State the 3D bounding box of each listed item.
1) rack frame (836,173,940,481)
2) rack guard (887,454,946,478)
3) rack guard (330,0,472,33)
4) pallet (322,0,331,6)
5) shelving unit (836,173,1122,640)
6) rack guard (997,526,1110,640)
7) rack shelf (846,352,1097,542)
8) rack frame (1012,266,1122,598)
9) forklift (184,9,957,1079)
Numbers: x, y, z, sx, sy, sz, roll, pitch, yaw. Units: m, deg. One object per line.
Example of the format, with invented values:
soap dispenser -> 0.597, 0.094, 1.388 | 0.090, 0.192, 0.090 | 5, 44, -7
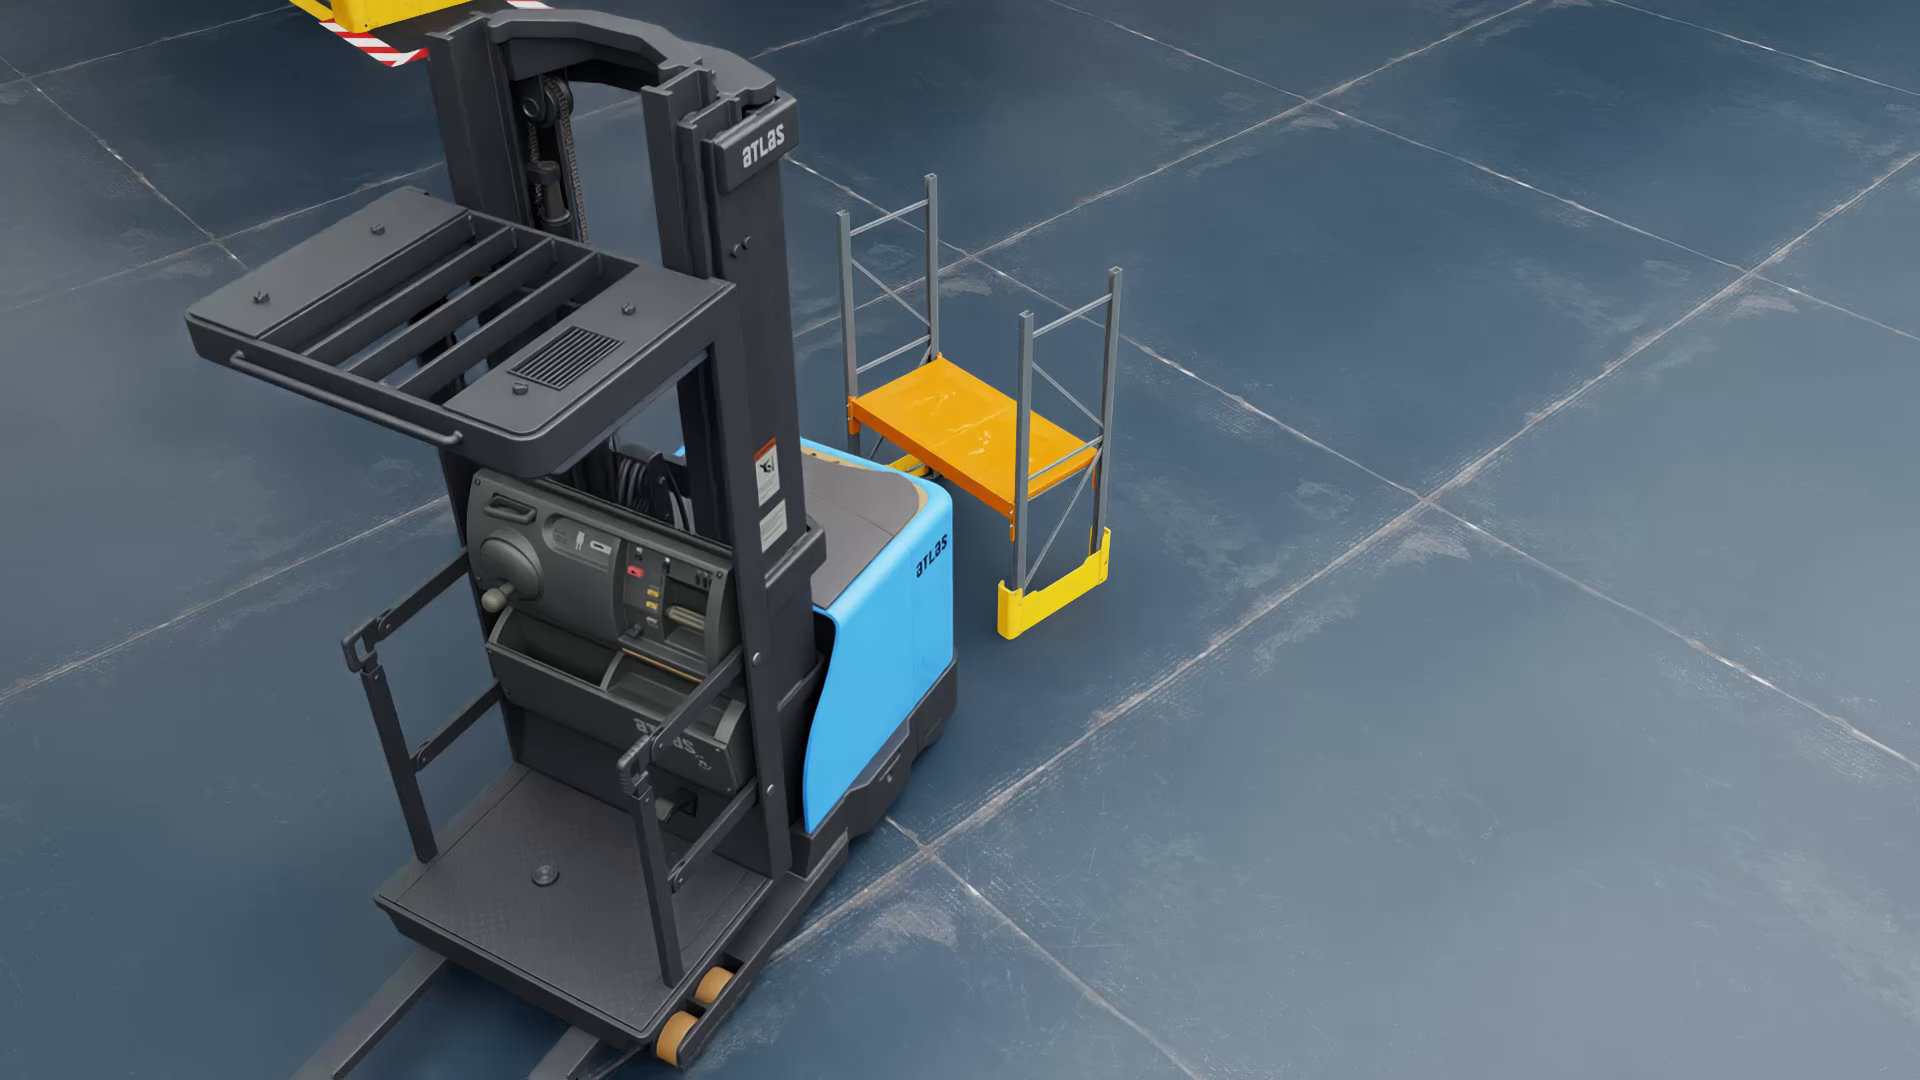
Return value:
rack frame -> -0.286, -0.779, 7.021 | 0.500, 1.500, 0.032 | -30, 48, -32
rack guard -> -0.285, -0.292, 7.413 | 0.587, 0.250, 0.087 | -30, 48, -32
rack guard -> -3.918, -4.054, 11.872 | 1.175, 0.500, 0.348 | -30, 48, -32
pallet -> -4.441, -4.333, 12.447 | 1.003, 0.211, 1.213 | -30, 48, -32
shelving unit -> 0.052, -0.548, 6.735 | 0.587, 1.500, 1.083 | -30, 48, -32
rack guard -> 0.388, 0.169, 6.842 | 0.587, 0.250, 0.087 | -30, 48, -32
rack shelf -> 0.058, -0.404, 6.843 | 0.538, 0.185, 1.000 | -30, 48, -32
rack frame -> 0.402, -0.309, 6.439 | 0.500, 1.500, 0.032 | -30, 48, -32
forklift -> -1.168, 0.175, 4.701 | 1.130, 2.935, 3.031 | 19, 43, 22
